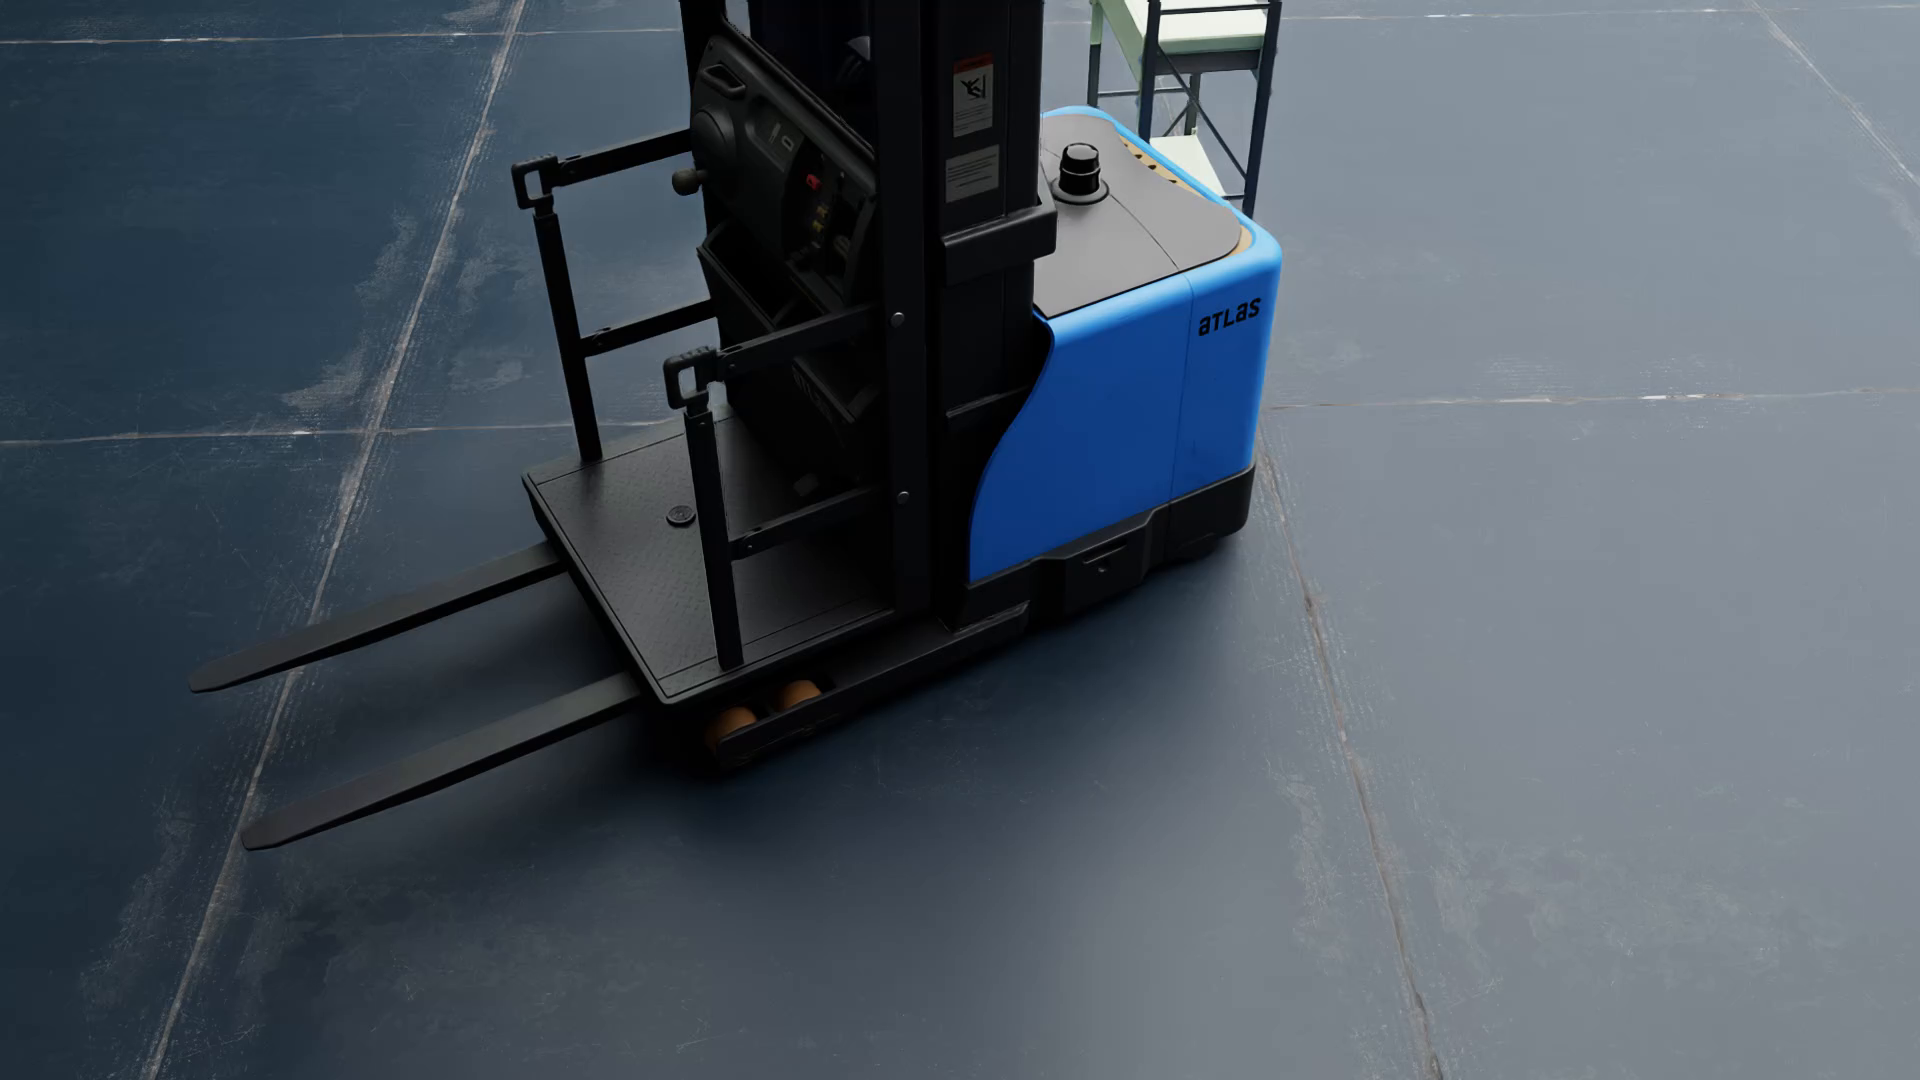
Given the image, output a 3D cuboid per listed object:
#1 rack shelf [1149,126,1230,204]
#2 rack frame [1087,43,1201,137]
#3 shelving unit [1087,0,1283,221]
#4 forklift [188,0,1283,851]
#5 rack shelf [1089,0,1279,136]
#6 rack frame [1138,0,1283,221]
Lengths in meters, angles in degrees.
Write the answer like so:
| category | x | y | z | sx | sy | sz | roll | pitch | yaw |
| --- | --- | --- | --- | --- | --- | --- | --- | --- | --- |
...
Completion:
| category | x | y | z | sx | sy | sz | roll | pitch | yaw |
| --- | --- | --- | --- | --- | --- | --- | --- | --- | --- |
| rack shelf | 0.698 | -1.089 | 5.811 | 0.431 | 0.370 | 0.720 | -5 | 43 | -6 |
| rack frame | 0.646 | -1.574 | 5.858 | 0.400 | 1.500 | 0.023 | -5 | 43 | -6 |
| shelving unit | 0.698 | -1.330 | 5.591 | 0.431 | 1.500 | 0.755 | -5 | 43 | -6 |
| forklift | -0.625 | -0.869 | 4.029 | 3.031 | 2.935 | 1.130 | -22 | 47 | -22 |
| rack shelf | 0.698 | -1.617 | 5.327 | 0.431 | 0.370 | 0.720 | -5 | 43 | -6 |
| rack frame | 0.749 | -1.085 | 5.323 | 0.400 | 1.500 | 0.023 | -5 | 43 | -6 |
